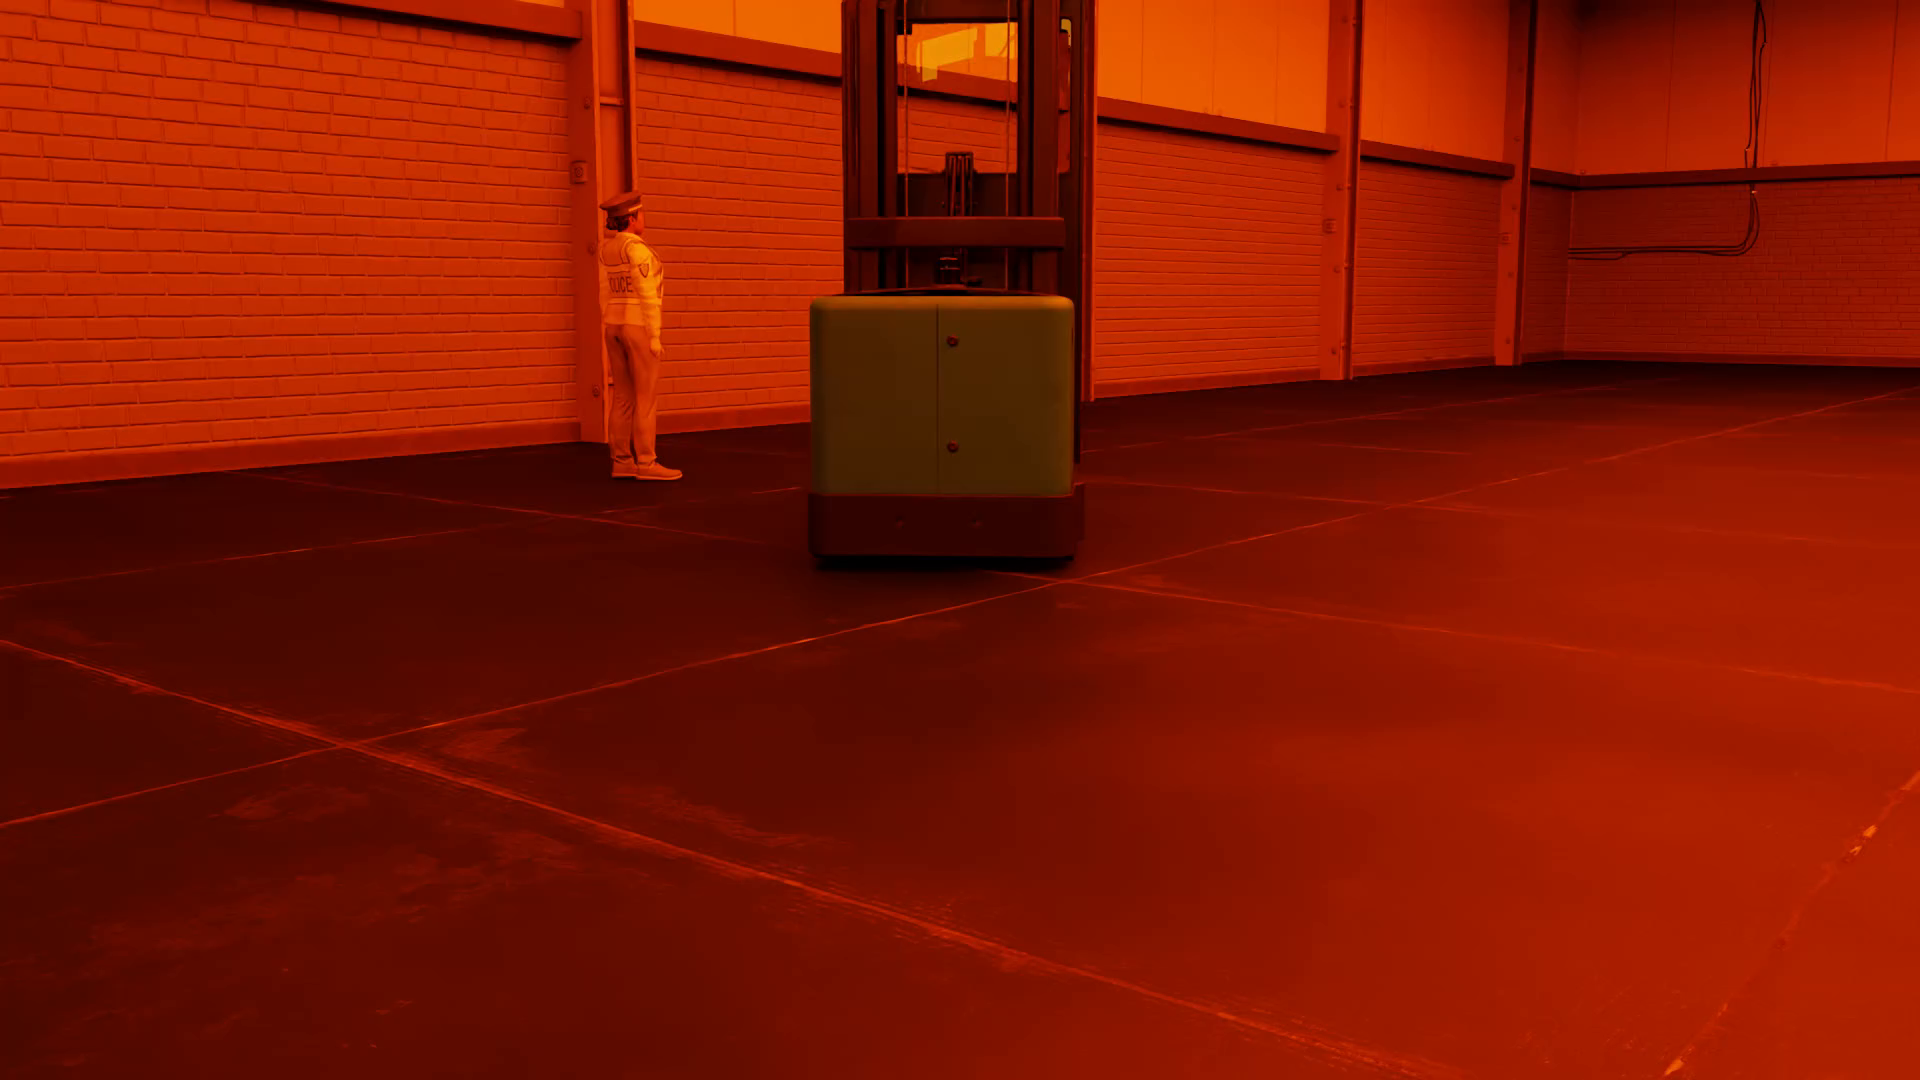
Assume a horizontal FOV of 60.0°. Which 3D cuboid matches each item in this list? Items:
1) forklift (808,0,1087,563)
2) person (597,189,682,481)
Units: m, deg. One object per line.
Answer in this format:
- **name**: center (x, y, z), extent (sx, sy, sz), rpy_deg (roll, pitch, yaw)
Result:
- **forklift**: center (0.036, -1.534, 7.764), extent (1.130, 2.935, 3.031), rpy_deg (1, 8, 5)
- **person**: center (-1.912, -1.198, 9.769), extent (0.459, 1.694, 0.360), rpy_deg (8, 11, 43)
